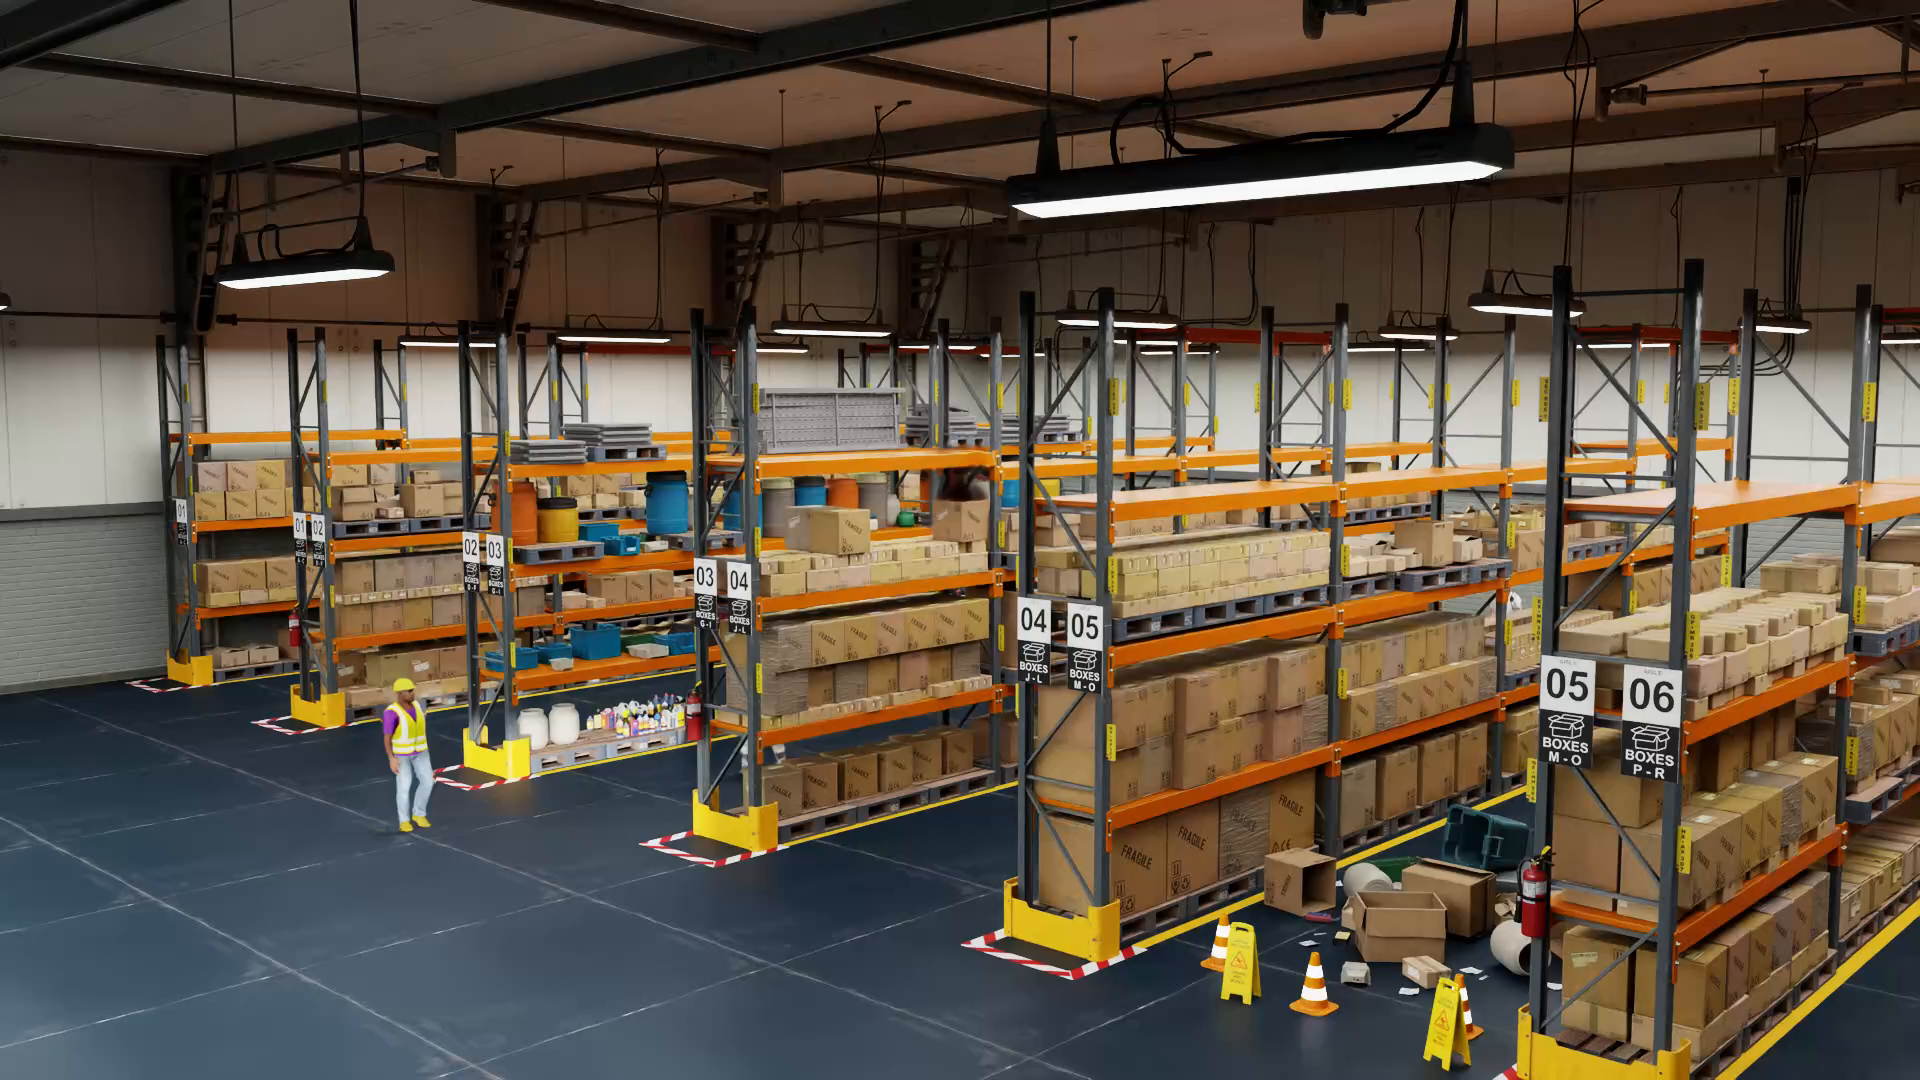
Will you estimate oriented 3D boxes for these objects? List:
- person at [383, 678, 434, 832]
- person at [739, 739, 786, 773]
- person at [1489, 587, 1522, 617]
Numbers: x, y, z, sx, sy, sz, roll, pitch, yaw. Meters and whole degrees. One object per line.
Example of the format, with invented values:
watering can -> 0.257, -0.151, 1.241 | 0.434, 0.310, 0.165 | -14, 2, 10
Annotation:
person -> -6.401, 2.499, 19.319 | 0.447, 1.806, 0.624 | 5, 8, 44
person -> -2.584, 2.232, 21.983 | 0.703, 1.789, 0.566 | -4, 6, -34
person -> 9.647, 1.539, 29.350 | 0.592, 1.781, 0.505 | 1, 5, 10
